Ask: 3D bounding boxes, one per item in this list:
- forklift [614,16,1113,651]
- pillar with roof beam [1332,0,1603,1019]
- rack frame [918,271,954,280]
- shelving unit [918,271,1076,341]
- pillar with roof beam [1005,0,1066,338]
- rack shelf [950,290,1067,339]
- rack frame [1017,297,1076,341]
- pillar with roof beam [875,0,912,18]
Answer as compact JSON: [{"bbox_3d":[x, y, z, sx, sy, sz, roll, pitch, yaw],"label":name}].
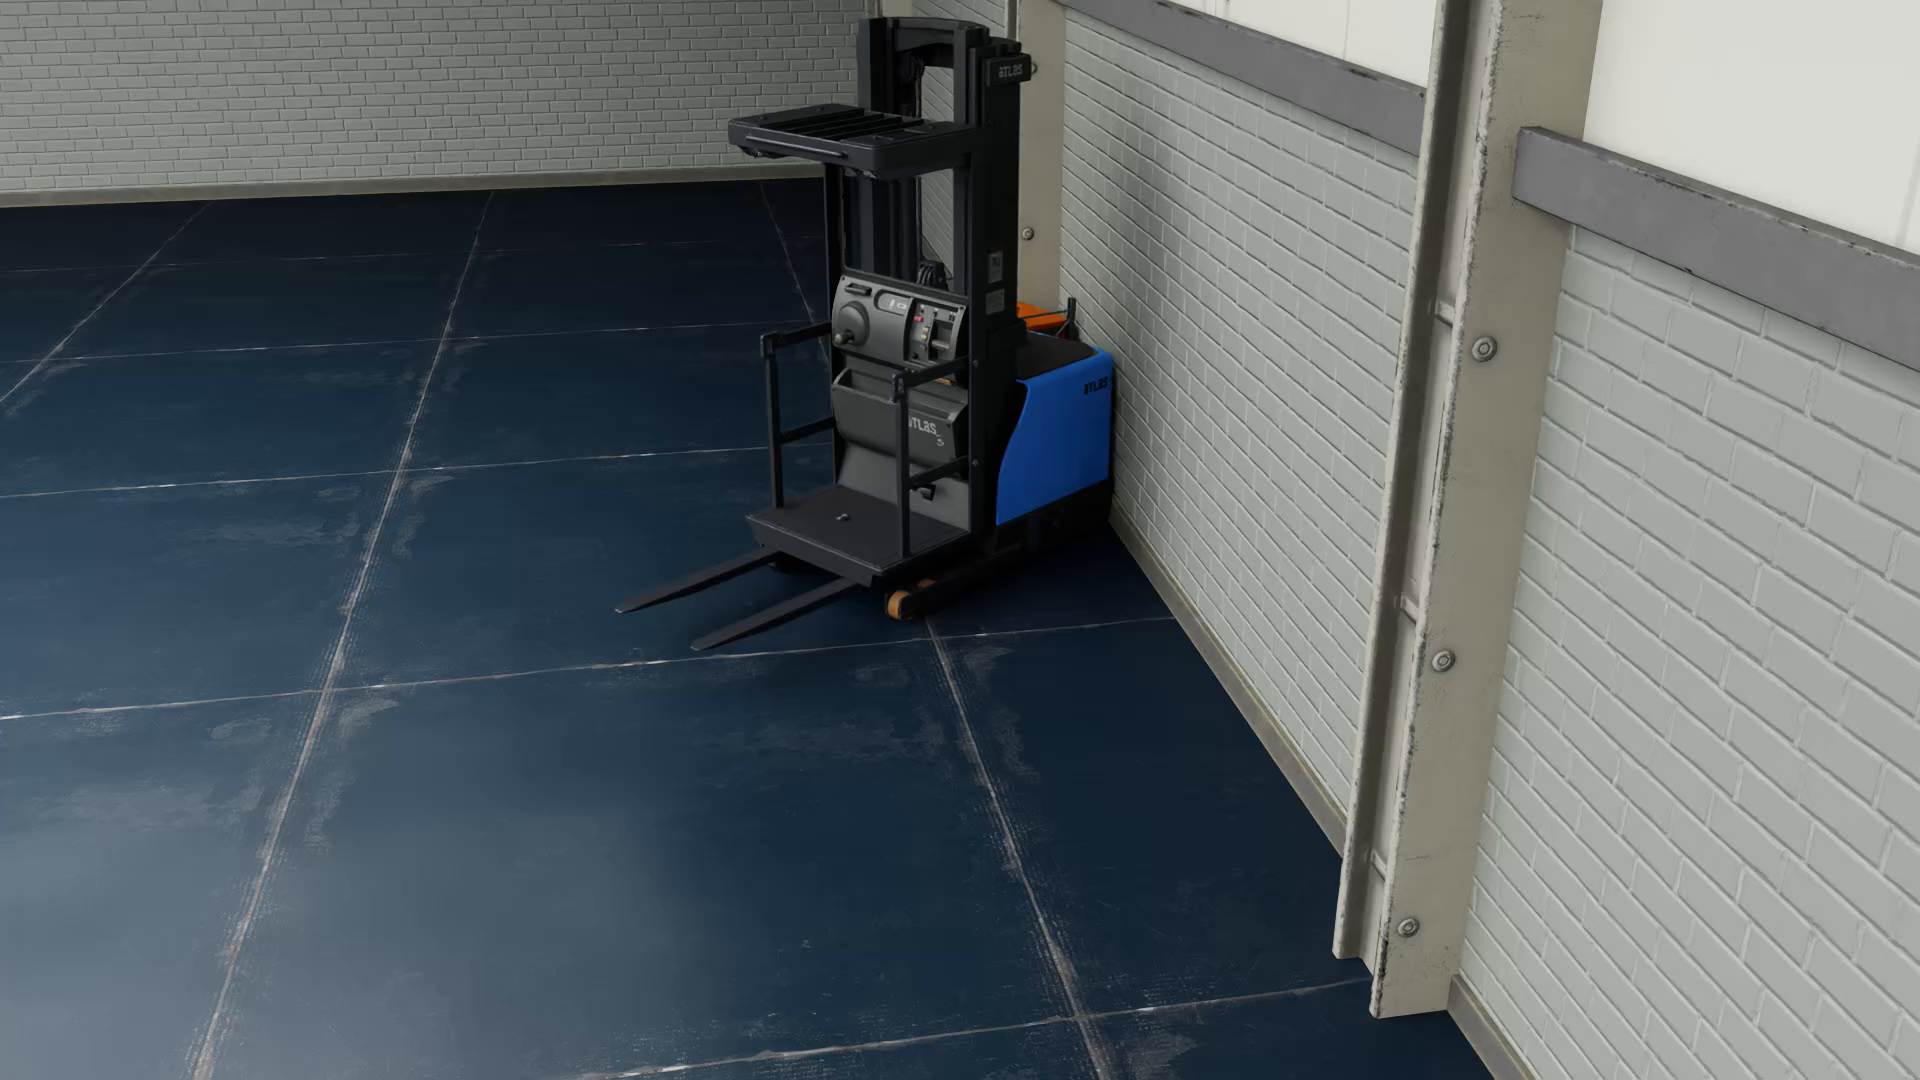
[{"bbox_3d":[-0.473,-1.143,8.705,1.130,2.935,3.031,20,31,39],"label":"forklift"},{"bbox_3d":[-2.649,-2.203,3.551,9.100,9.000,0.400,-4,24,-10],"label":"pillar with roof beam"},{"bbox_3d":[-0.112,-1.287,11.235,0.500,1.125,0.032,-14,28,-34],"label":"rack frame"},{"bbox_3d":[0.193,-1.119,10.865,0.538,1.125,1.048,-14,28,-34],"label":"shelving unit"},{"bbox_3d":[-3.759,-4.563,8.954,9.100,9.000,0.400,-4,24,-10],"label":"pillar with roof beam"},{"bbox_3d":[0.204,-1.389,10.752,0.538,0.278,1.000,-14,28,-34],"label":"rack shelf"},{"bbox_3d":[0.497,-0.951,10.494,0.500,1.125,0.032,-14,28,-34],"label":"rack frame"},{"bbox_3d":[-4.868,-6.923,14.358,9.100,9.000,0.400,-4,24,-10],"label":"pillar with roof beam"}]
